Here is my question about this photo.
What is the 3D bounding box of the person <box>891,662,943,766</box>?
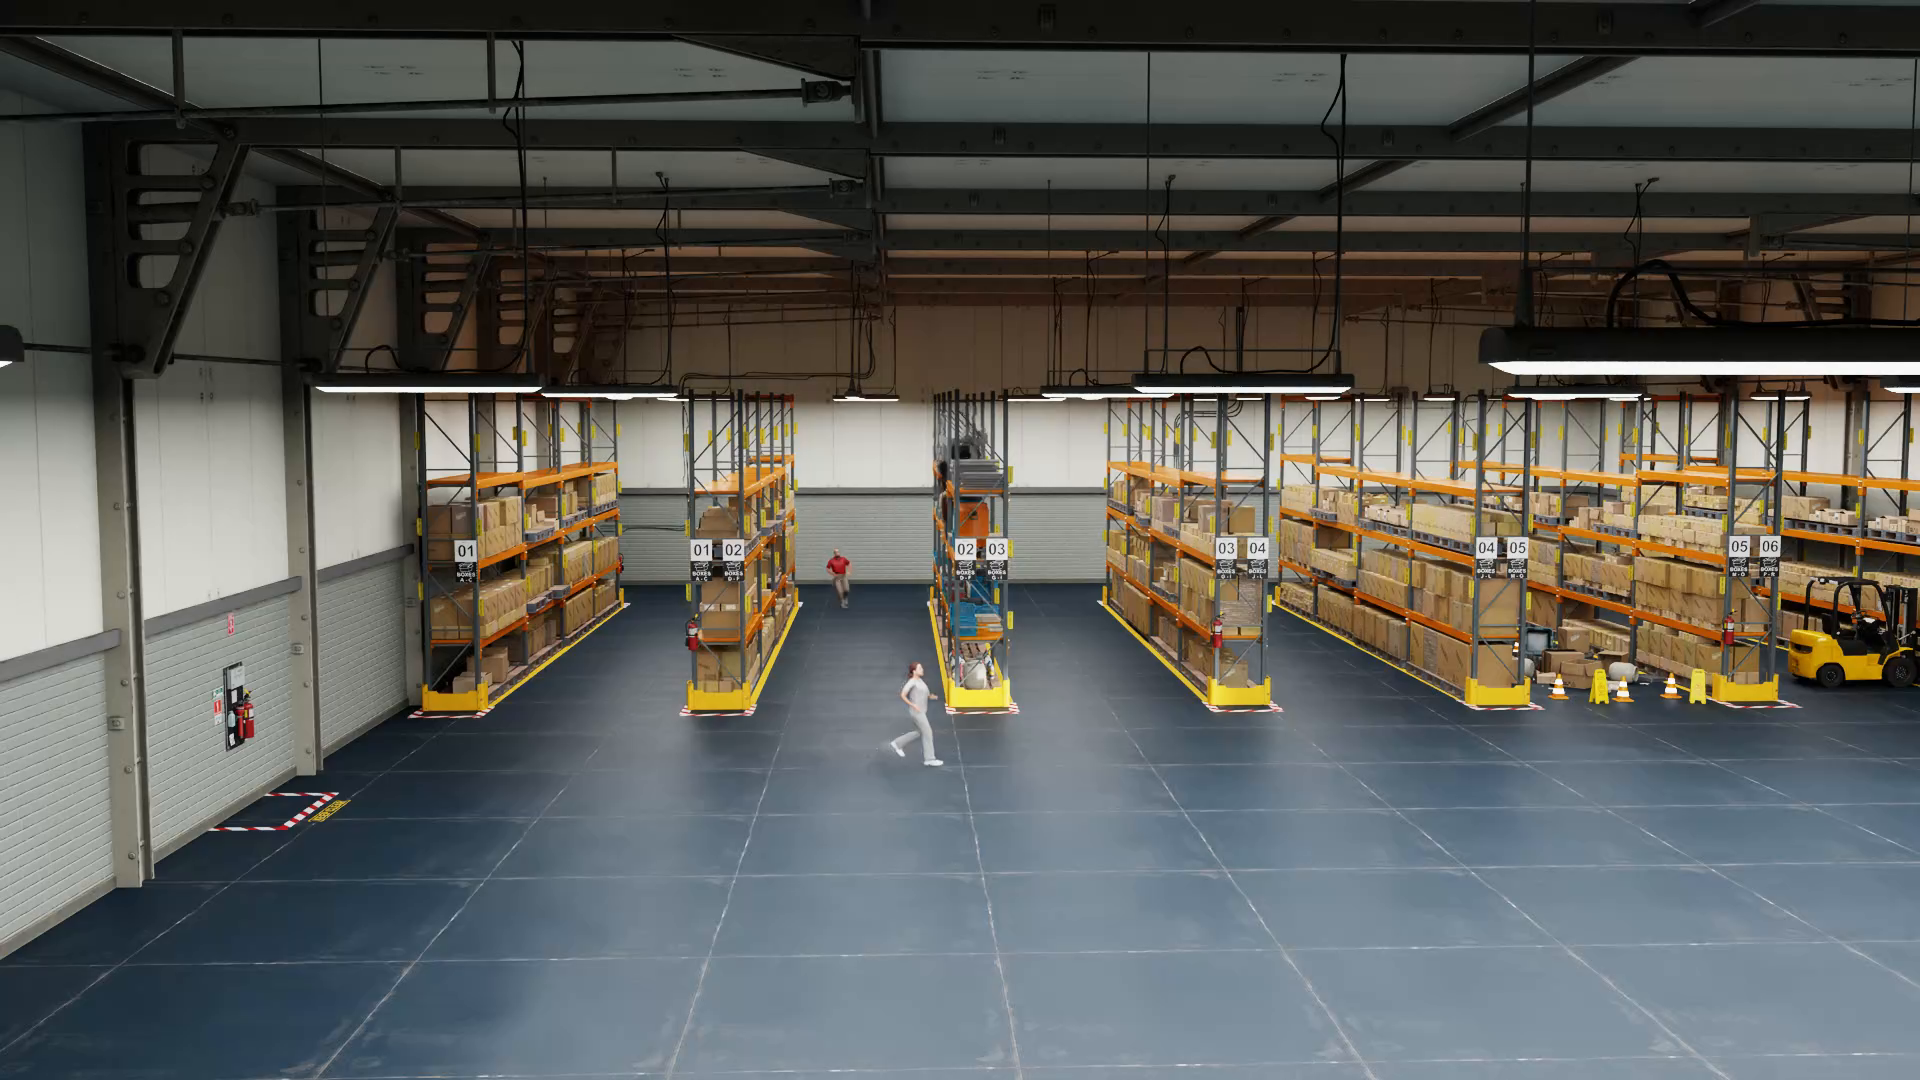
[{"bbox_3d":[-0.696,2.741,26.382,0.895,1.643,0.576,1,5,16],"label":"person"}]

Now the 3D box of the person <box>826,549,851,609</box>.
[{"bbox_3d":[-3.403,1.117,46.712,0.706,1.613,0.522,-1,5,-12],"label":"person"}]
